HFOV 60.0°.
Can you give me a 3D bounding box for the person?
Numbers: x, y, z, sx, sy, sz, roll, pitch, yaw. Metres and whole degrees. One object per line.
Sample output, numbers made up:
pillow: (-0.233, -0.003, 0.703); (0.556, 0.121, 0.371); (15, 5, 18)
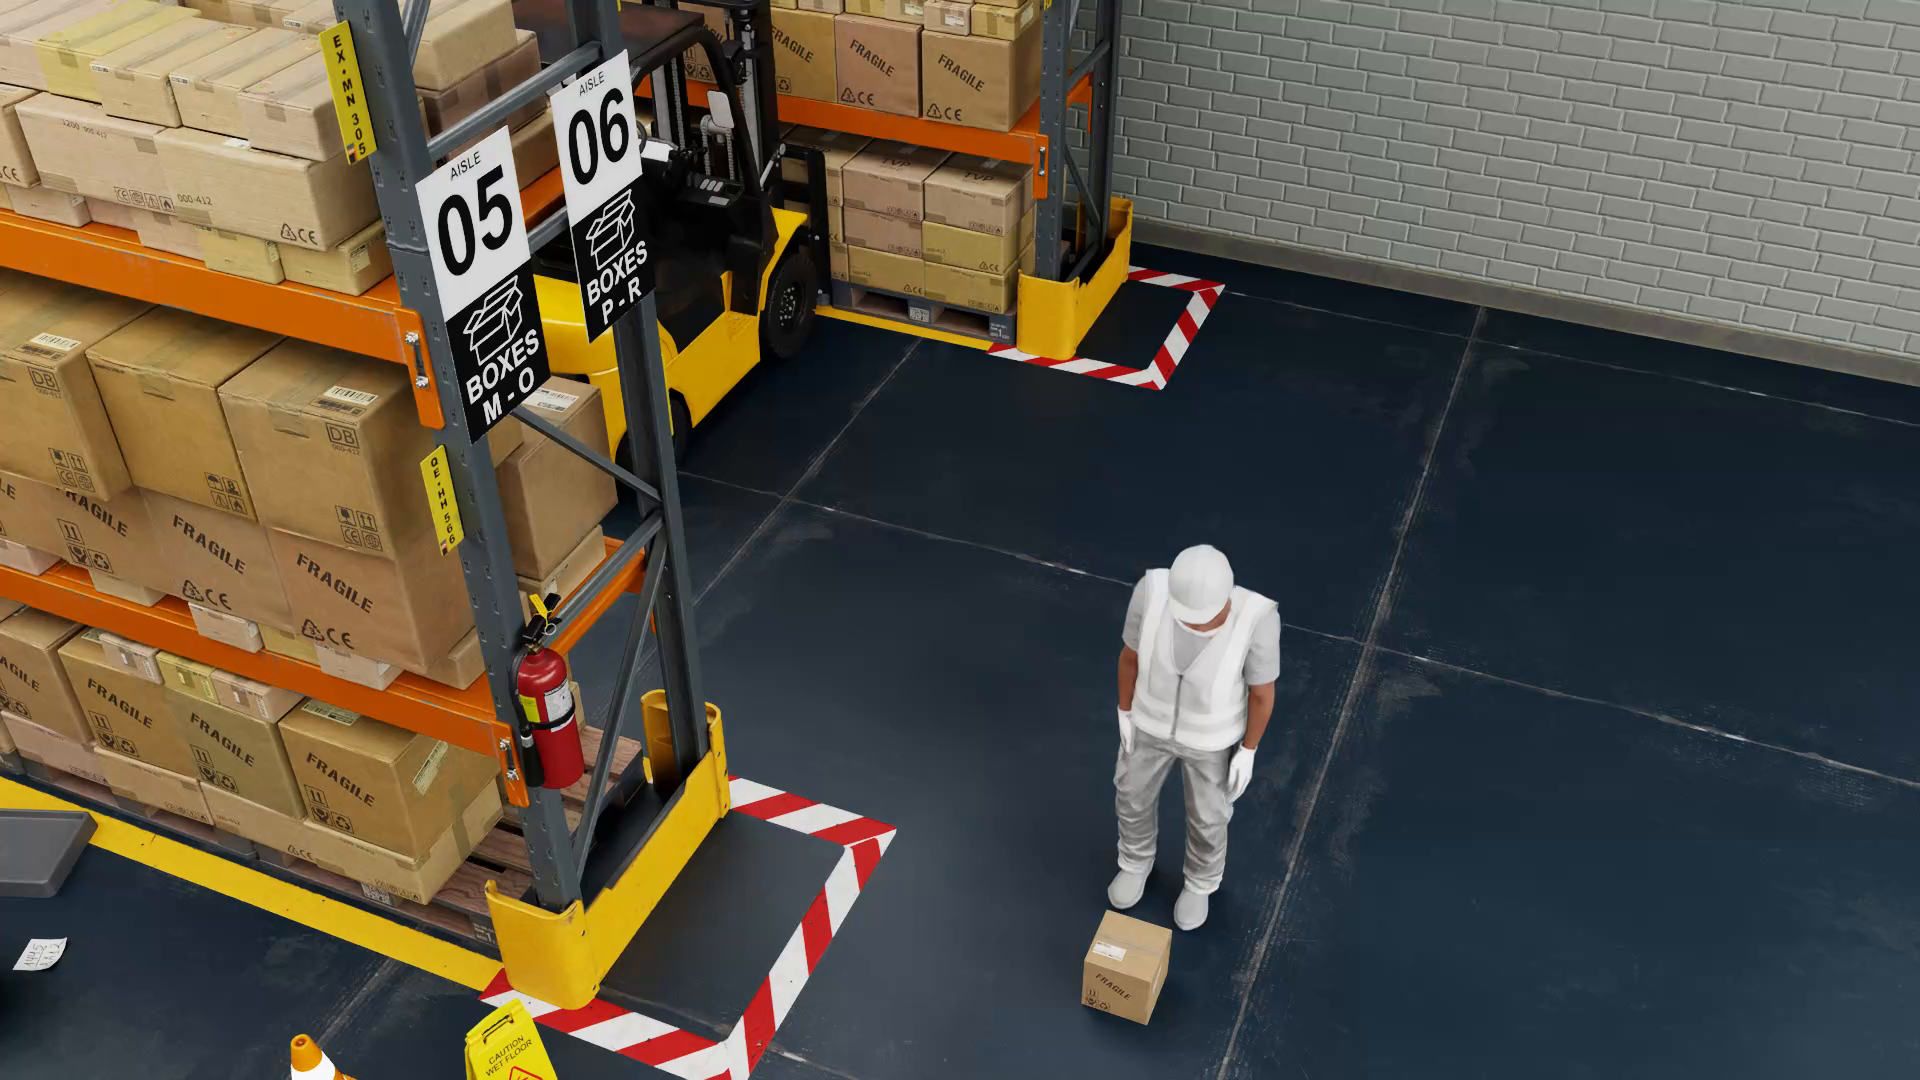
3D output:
person: (0.815, 0.686, 5.929); (0.566, 1.748, 0.427); (15, 40, 19)
